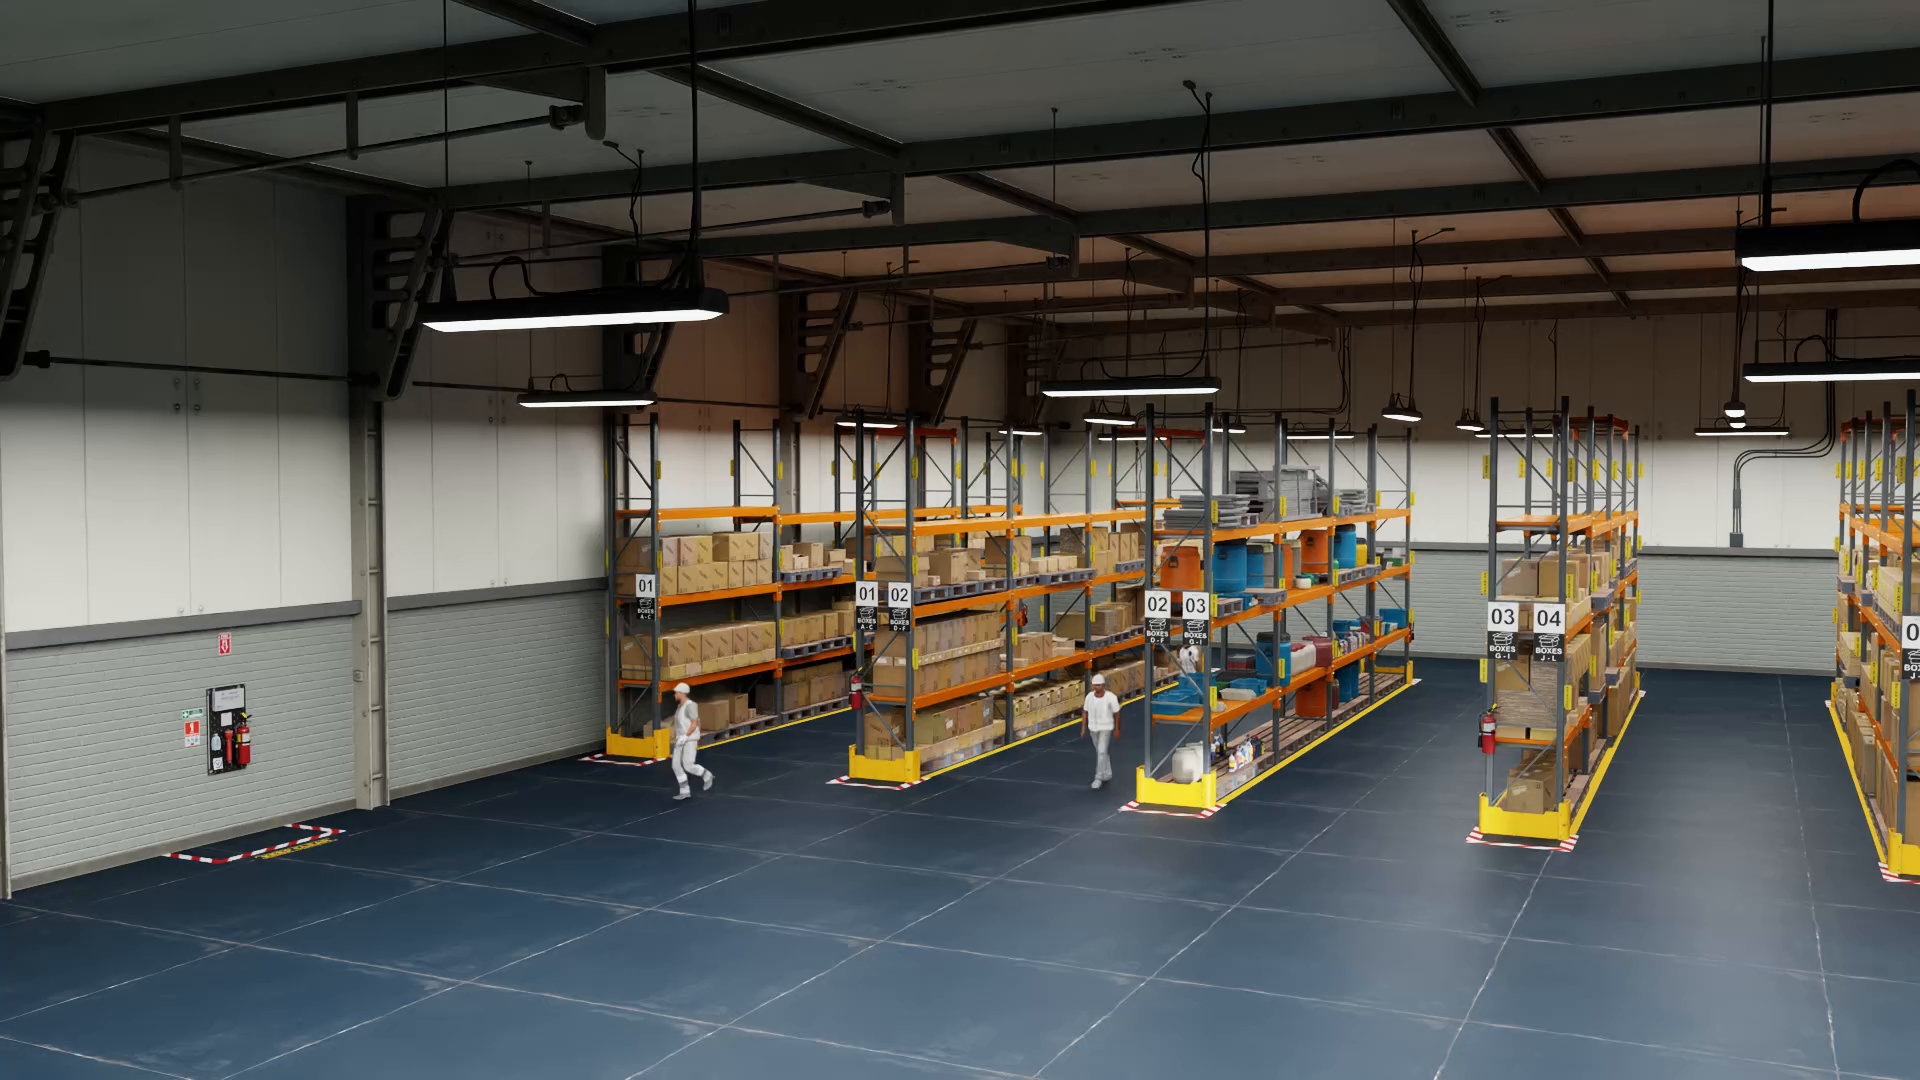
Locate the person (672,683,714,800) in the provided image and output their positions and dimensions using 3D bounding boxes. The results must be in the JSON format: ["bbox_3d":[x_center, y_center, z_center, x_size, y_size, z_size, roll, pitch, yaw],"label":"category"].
[{"bbox_3d":[-4.124,3.059,25.414,0.685,1.754,0.581,-2,3,-40],"label":"person"}]

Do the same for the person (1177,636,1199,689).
[{"bbox_3d":[4.762,2.762,34.607,0.434,1.540,0.976,1,3,30],"label":"person"}]

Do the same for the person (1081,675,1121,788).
[{"bbox_3d":[2.187,3.000,26.360,0.587,1.720,0.925,2,3,39],"label":"person"}]
